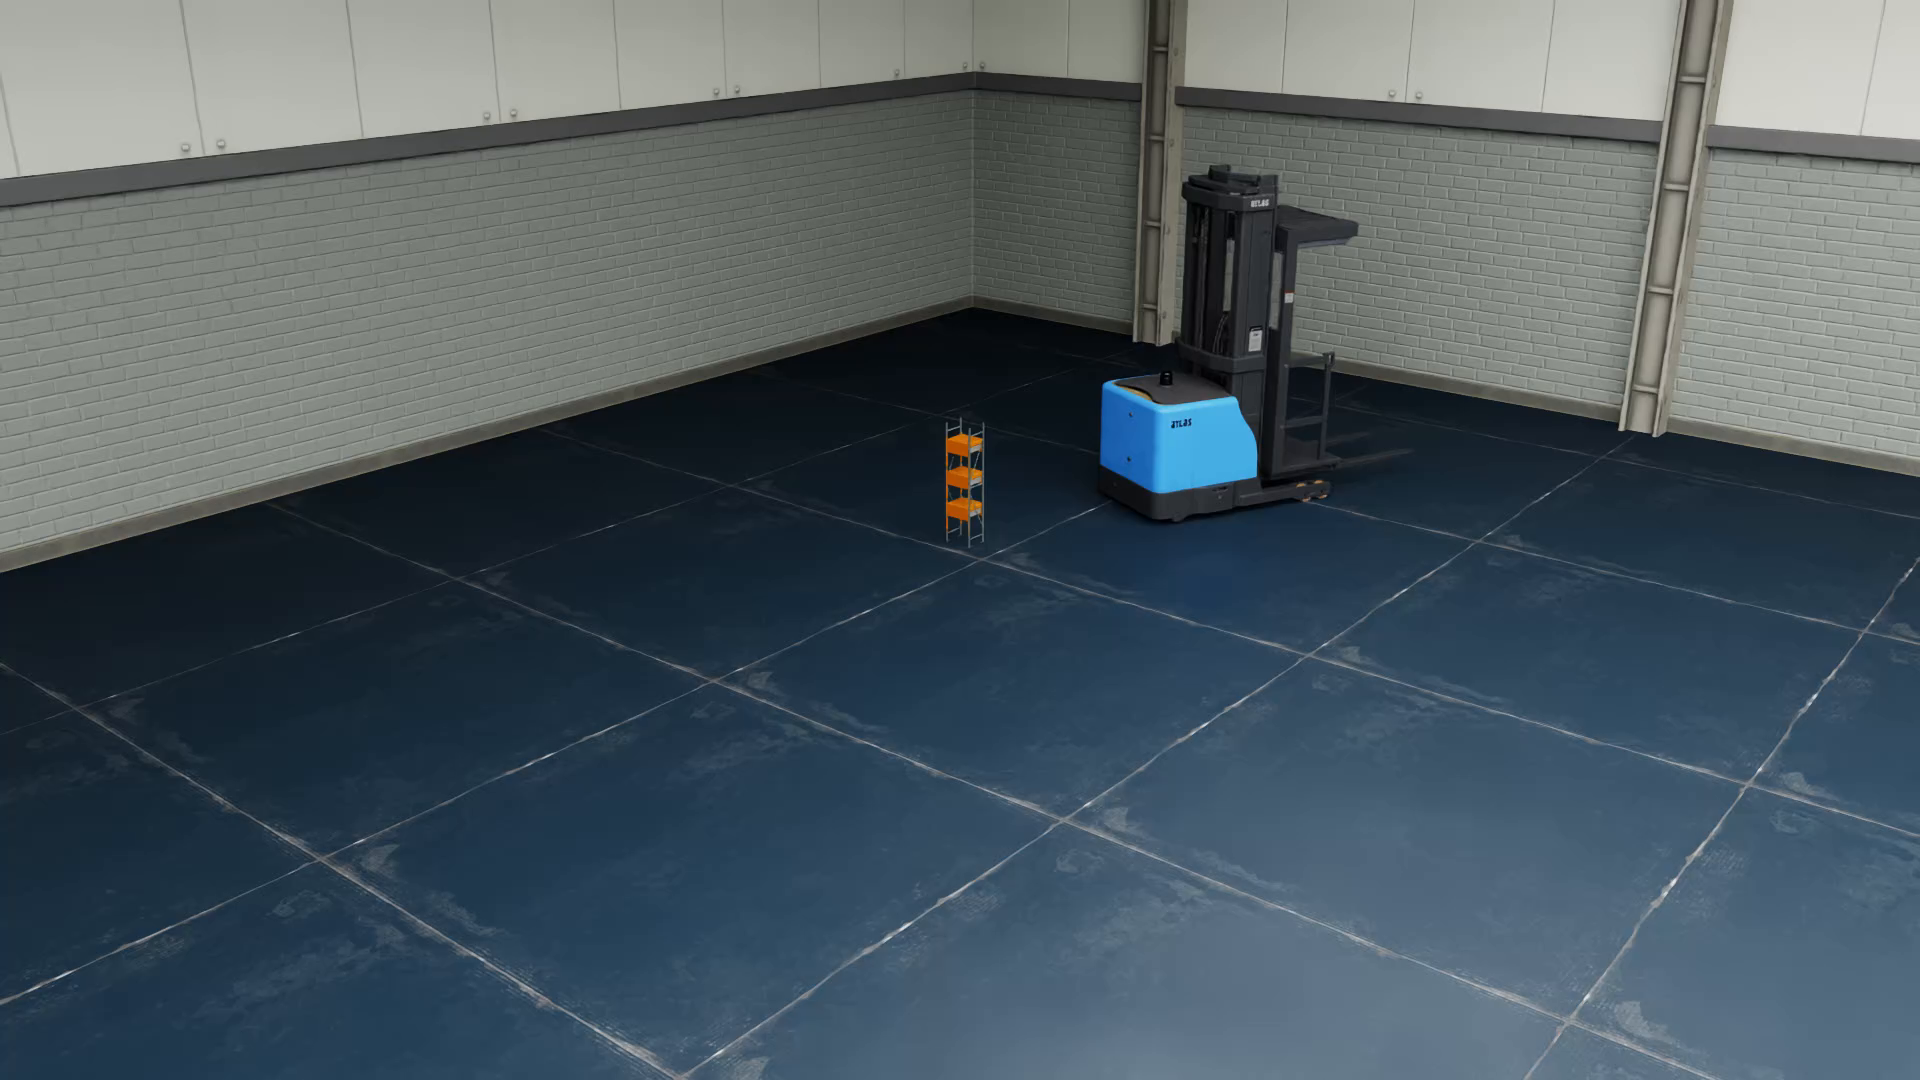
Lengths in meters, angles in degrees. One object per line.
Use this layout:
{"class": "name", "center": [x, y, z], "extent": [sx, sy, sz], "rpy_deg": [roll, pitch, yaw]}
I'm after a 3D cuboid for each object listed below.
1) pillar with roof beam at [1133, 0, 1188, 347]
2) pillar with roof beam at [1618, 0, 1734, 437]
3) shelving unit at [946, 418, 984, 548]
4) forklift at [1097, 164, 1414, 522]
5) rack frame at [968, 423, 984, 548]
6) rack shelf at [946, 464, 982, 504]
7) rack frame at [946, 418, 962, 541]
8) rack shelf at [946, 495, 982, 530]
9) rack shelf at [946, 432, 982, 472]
{"class": "pillar with roof beam", "center": [-0.325, -5.503, 16.011], "extent": [0.400, 9.000, 9.100], "rpy_deg": [16, 26, 36]}
{"class": "pillar with roof beam", "center": [4.324, -4.165, 12.461], "extent": [0.400, 9.000, 9.100], "rpy_deg": [16, 26, 36]}
{"class": "shelving unit", "center": [0.041, -0.479, 13.953], "extent": [0.252, 1.050, 0.215], "rpy_deg": [16, 26, 36]}
{"class": "forklift", "center": [2.809, -1.872, 14.982], "extent": [3.031, 2.935, 1.130], "rpy_deg": [-10, 23, -25]}
{"class": "rack frame", "center": [0.136, -0.452, 13.881], "extent": [0.008, 1.050, 0.200], "rpy_deg": [16, 26, 36]}
{"class": "rack shelf", "center": [0.041, -0.469, 13.957], "extent": [0.240, 0.259, 0.215], "rpy_deg": [16, 26, 36]}
{"class": "rack frame", "center": [-0.053, -0.507, 14.026], "extent": [0.008, 1.050, 0.200], "rpy_deg": [16, 26, 36]}
{"class": "rack shelf", "center": [0.041, -0.209, 14.055], "extent": [0.240, 0.259, 0.215], "rpy_deg": [16, 26, 36]}
{"class": "rack shelf", "center": [0.041, -0.735, 13.857], "extent": [0.240, 0.259, 0.215], "rpy_deg": [16, 26, 36]}
